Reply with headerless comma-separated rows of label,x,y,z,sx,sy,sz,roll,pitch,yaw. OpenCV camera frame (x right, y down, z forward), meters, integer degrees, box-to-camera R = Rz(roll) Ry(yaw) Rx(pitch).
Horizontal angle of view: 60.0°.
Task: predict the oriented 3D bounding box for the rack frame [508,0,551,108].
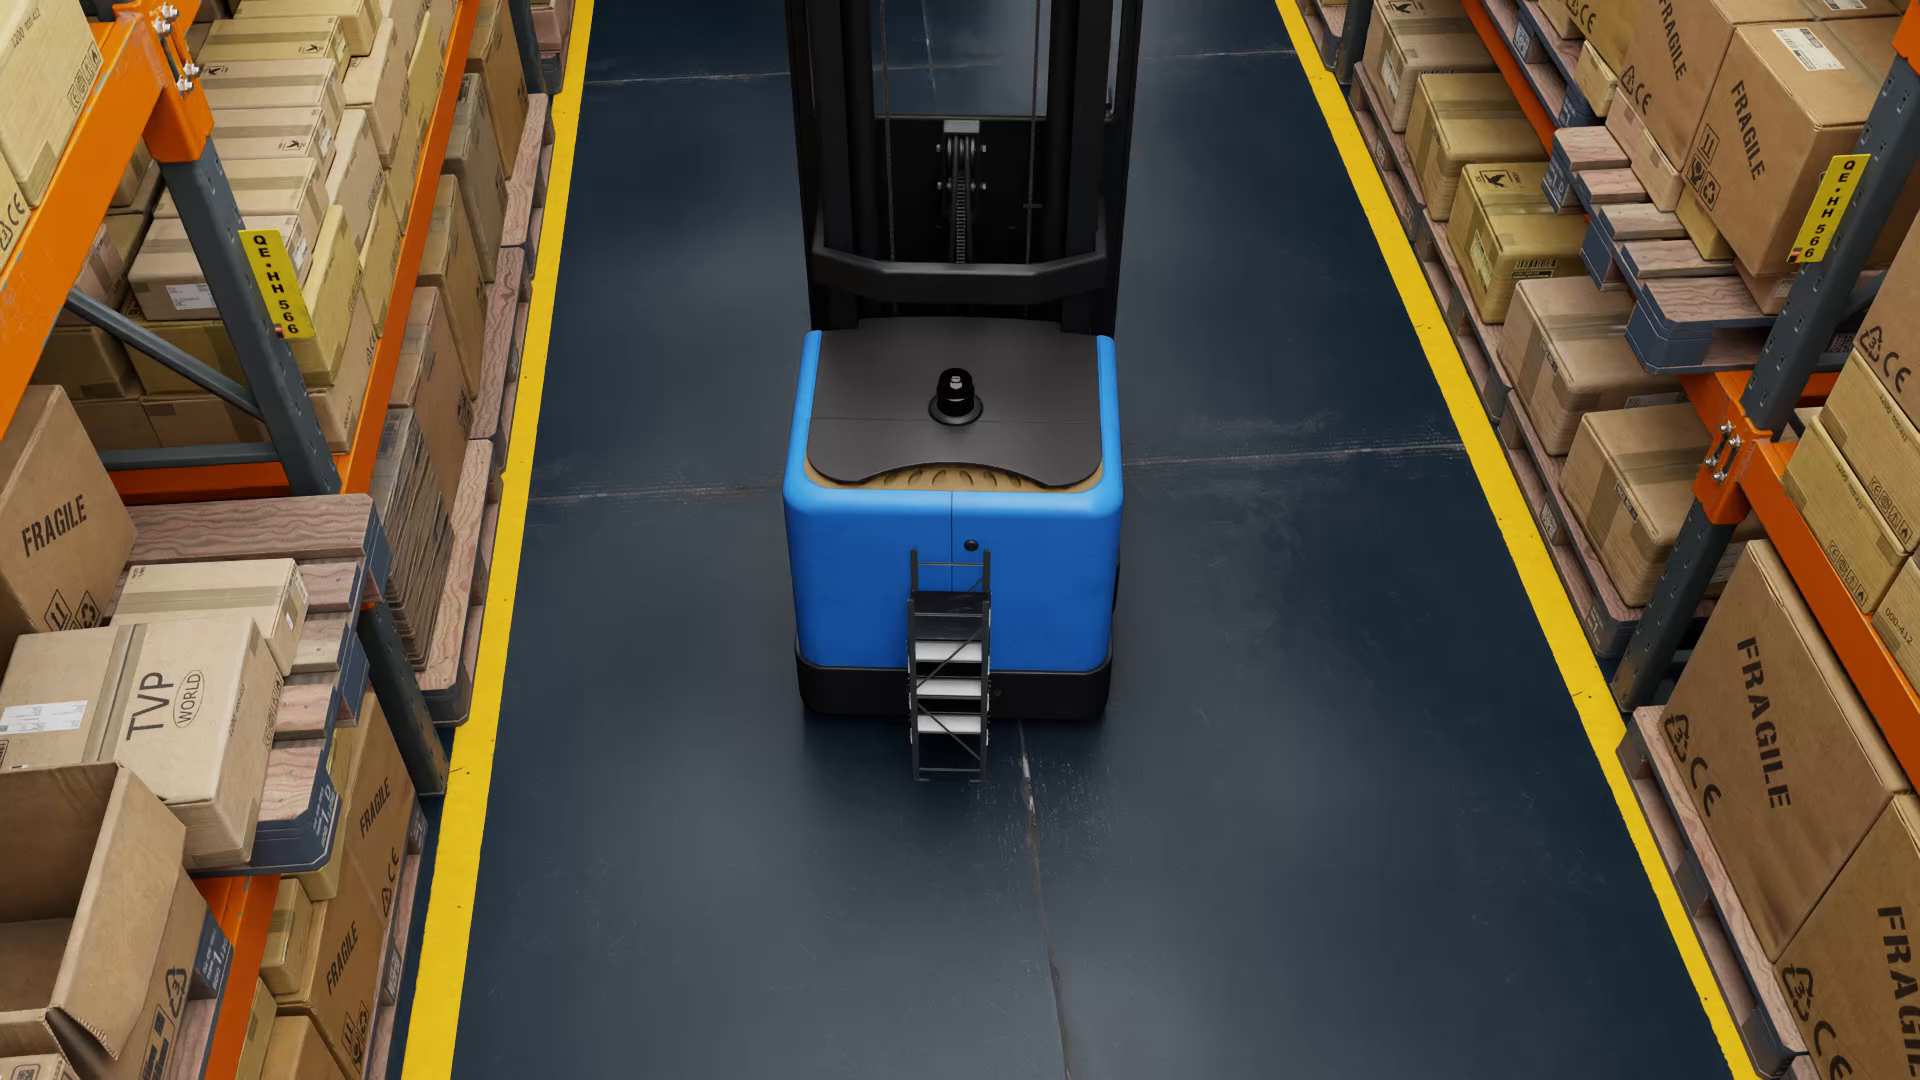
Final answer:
rack frame,-2.527,-3.099,7.119,1.000,3.000,0.127,-3,47,-3

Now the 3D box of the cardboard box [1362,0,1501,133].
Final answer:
cardboard box,2.465,-2.265,7.850,0.950,0.372,0.625,-3,47,-3

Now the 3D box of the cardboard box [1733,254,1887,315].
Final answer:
cardboard box,2.492,-0.791,4.817,0.380,0.149,0.250,-2,47,-2

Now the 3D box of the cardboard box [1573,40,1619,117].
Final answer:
cardboard box,2.281,-1.541,5.527,0.380,0.149,0.250,-3,47,-3

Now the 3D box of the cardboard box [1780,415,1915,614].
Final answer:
cardboard box,2.544,-0.089,4.371,0.500,0.250,0.500,-4,47,-4

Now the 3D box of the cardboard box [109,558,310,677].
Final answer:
cardboard box,-1.755,0.189,3.889,0.380,0.149,0.250,-3,47,-3

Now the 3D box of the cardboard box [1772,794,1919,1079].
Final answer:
cardboard box,2.799,1.227,4.196,0.875,0.875,0.875,-3,47,-3

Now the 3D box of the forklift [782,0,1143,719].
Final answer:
forklift,0.018,-1.464,5.617,1.130,2.935,3.031,1,47,1

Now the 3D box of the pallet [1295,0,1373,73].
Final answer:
pallet,2.327,-2.929,8.878,1.003,0.211,1.213,-3,47,-3

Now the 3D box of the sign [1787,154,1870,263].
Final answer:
sign,2.214,-0.841,4.238,0.100,0.325,0.005,-3,47,-3

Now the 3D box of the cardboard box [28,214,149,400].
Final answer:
cardboard box,-2.507,-0.634,4.543,0.500,0.250,0.500,-3,47,-2

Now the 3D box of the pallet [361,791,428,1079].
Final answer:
pallet,-2.168,1.296,4.877,1.003,0.211,1.213,-3,47,-3

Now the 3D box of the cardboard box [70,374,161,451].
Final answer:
cardboard box,-2.485,-0.463,4.726,0.500,0.250,0.500,-4,47,-4

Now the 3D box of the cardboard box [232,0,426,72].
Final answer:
cardboard box,-2.121,-1.772,5.621,0.500,0.250,0.500,-3,47,-3

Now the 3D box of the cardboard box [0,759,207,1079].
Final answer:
cardboard box,-1.872,0.784,3.081,0.797,0.503,0.637,-4,47,-4

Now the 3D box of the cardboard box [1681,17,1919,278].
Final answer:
cardboard box,2.438,-1.103,4.666,0.500,0.500,0.500,-5,47,-4

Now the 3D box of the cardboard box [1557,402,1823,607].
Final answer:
cardboard box,2.716,-0.160,5.856,0.950,0.372,0.625,-6,47,-6

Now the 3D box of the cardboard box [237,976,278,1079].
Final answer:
cardboard box,-1.890,1.211,4.023,0.380,0.149,0.250,-2,47,-2

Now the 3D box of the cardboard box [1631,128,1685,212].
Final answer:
cardboard box,2.331,-1.160,5.166,0.380,0.149,0.250,-4,47,-4

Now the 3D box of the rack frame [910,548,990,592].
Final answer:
rack frame,-0.029,0.339,5.309,0.240,0.900,0.006,1,47,1

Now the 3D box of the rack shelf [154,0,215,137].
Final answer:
rack shelf,-2.360,-2.436,4.921,1.077,0.370,4.000,-3,47,-3

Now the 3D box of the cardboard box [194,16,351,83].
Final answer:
cardboard box,-2.082,-1.457,5.048,0.380,0.149,0.250,-3,47,-3

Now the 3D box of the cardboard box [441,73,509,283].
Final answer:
cardboard box,-2.415,-1.489,6.940,0.875,0.625,0.625,-4,47,-4

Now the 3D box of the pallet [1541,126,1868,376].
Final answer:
pallet,2.588,-0.953,5.219,1.213,0.211,1.003,-3,47,-3

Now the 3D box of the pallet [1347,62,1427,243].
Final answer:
pallet,2.485,-1.882,7.887,1.003,0.211,1.213,-3,47,-3

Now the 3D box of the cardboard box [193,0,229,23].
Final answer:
cardboard box,-2.569,-1.795,5.369,0.380,0.149,0.250,-2,47,-2

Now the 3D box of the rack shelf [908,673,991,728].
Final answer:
rack shelf,-0.031,0.498,5.329,0.258,0.077,0.200,1,47,1

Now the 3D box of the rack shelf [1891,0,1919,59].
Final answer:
rack shelf,2.586,-2.741,5.209,1.077,0.370,4.000,-3,47,-3

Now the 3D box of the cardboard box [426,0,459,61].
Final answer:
cardboard box,-2.166,-1.975,6.157,0.500,0.250,0.500,-3,47,-3

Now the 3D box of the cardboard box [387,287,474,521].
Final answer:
cardboard box,-2.294,-0.458,5.964,0.875,0.625,0.625,-2,47,-2

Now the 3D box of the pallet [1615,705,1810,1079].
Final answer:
pallet,2.744,1.024,5.135,1.003,0.211,1.213,-3,47,-3

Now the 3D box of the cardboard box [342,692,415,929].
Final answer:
cardboard box,-1.943,0.803,4.856,0.500,0.500,0.500,-2,47,-2

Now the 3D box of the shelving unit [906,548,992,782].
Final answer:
shelving unit,-0.031,0.413,5.239,0.258,0.900,0.210,1,47,1

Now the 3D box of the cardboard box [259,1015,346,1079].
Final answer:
cardboard box,-1.865,1.544,4.154,0.500,0.500,0.500,-2,47,-2

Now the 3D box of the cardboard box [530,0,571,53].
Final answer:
cardboard box,-2.238,-2.668,8.316,0.500,0.250,0.500,-3,47,-3

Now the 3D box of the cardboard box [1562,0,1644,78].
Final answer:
cardboard box,2.341,-1.841,5.365,0.500,0.500,0.500,-6,47,-6

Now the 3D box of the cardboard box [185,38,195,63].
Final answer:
cardboard box,-2.550,-1.427,5.020,0.380,0.149,0.250,-4,47,-4

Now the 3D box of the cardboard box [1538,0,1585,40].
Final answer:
cardboard box,2.283,-1.907,5.874,0.380,0.149,0.250,-5,47,-5

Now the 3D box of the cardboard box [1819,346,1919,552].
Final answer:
cardboard box,2.550,-0.248,4.178,0.500,0.250,0.500,-4,47,-4

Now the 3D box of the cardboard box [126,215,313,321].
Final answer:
cardboard box,-1.926,-0.711,4.342,0.380,0.149,0.250,-2,47,-2

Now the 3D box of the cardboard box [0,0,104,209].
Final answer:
cardboard box,-1.908,-0.829,3.006,0.500,0.250,0.500,-5,47,-5

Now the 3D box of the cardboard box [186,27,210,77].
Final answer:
cardboard box,-2.591,-1.366,5.237,0.500,0.250,0.500,-4,47,-4

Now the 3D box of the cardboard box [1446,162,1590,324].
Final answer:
cardboard box,2.589,-1.242,6.881,0.950,0.372,0.625,-2,47,-2

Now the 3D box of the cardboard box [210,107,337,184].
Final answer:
cardboard box,-1.996,-1.089,4.700,0.380,0.149,0.250,-2,47,-2

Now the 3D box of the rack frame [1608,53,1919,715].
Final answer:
rack frame,2.753,-0.510,4.667,1.000,3.000,0.127,-3,47,-3

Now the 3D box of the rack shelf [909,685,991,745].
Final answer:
rack shelf,-0.031,0.559,5.394,0.258,0.077,0.200,1,47,1

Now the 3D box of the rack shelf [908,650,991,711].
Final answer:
rack shelf,-0.031,0.436,5.263,0.258,0.077,0.200,1,47,1

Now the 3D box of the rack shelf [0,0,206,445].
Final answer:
rack shelf,-2.025,0.458,2.180,1.077,0.370,4.000,-3,47,-3

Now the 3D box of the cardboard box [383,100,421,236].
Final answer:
cardboard box,-2.073,-1.226,5.449,0.500,0.250,0.500,-5,47,-5

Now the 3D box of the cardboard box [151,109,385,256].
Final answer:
cardboard box,-2.027,-1.024,4.913,0.500,0.250,0.500,-2,47,-2

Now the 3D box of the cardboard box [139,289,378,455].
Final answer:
cardboard box,-1.986,-0.490,4.751,0.500,0.250,0.500,-3,47,-3

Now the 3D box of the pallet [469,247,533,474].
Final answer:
pallet,-2.321,-0.725,6.791,1.003,0.211,1.213,-3,47,-3

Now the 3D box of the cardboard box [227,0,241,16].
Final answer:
cardboard box,-2.162,-1.827,5.399,0.380,0.149,0.250,-3,47,-3

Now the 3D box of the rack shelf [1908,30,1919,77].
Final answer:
rack shelf,2.921,0.153,2.469,1.077,0.370,4.000,-3,47,-3

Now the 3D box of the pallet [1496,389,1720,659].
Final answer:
pallet,2.690,-0.116,6.215,1.003,0.211,1.213,-3,47,-3

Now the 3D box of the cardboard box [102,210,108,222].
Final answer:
cardboard box,-2.555,-0.868,4.491,0.380,0.149,0.250,-2,47,-2

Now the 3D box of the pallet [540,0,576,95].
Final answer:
pallet,-2.552,-2.719,8.679,1.003,0.211,1.213,-3,47,-3

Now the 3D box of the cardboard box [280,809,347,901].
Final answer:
cardboard box,-1.845,0.824,4.389,0.380,0.149,0.250,-6,47,-5
